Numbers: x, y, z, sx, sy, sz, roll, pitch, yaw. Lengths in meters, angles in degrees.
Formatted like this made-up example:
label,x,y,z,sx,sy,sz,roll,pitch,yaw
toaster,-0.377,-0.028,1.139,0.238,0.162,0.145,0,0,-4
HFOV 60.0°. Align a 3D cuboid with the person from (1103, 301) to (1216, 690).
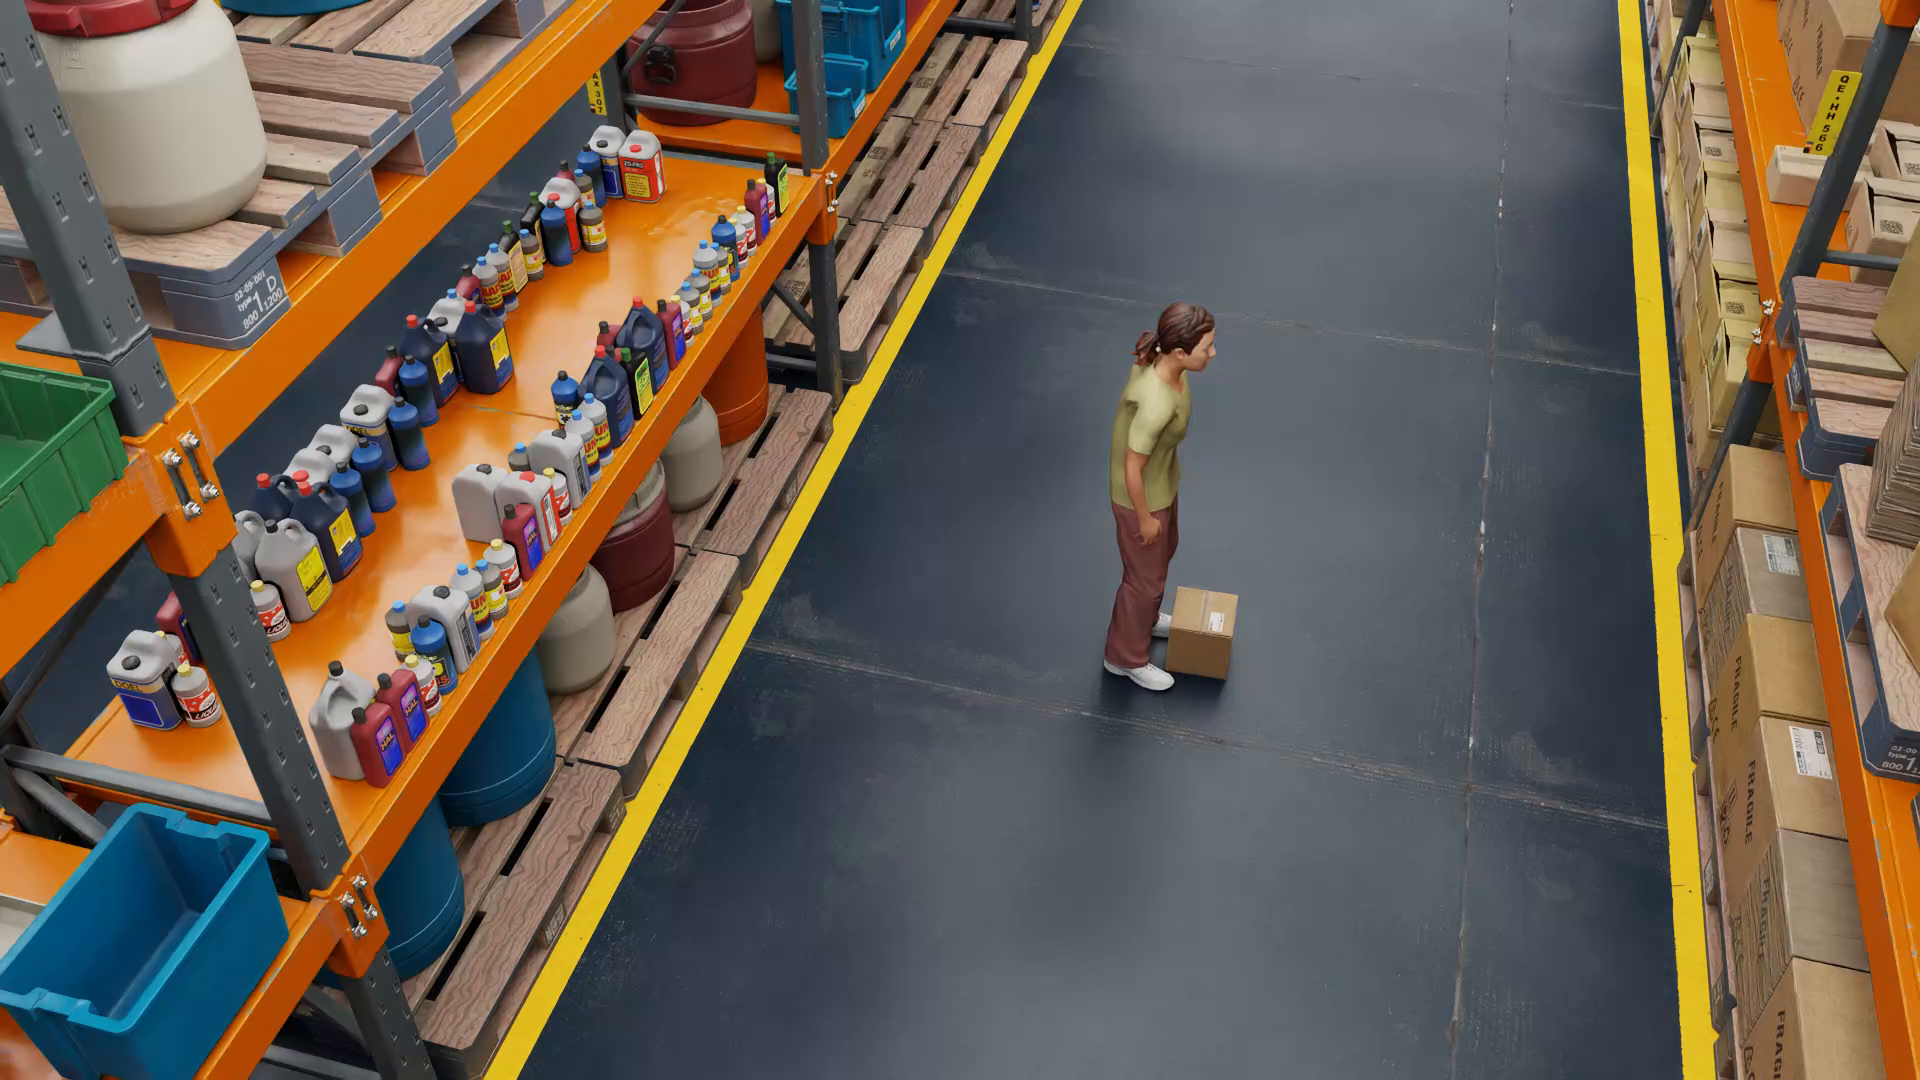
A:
label,x,y,z,sx,sy,sz,roll,pitch,yaw
person,0.748,-0.188,6.374,0.356,1.673,0.499,10,42,12
